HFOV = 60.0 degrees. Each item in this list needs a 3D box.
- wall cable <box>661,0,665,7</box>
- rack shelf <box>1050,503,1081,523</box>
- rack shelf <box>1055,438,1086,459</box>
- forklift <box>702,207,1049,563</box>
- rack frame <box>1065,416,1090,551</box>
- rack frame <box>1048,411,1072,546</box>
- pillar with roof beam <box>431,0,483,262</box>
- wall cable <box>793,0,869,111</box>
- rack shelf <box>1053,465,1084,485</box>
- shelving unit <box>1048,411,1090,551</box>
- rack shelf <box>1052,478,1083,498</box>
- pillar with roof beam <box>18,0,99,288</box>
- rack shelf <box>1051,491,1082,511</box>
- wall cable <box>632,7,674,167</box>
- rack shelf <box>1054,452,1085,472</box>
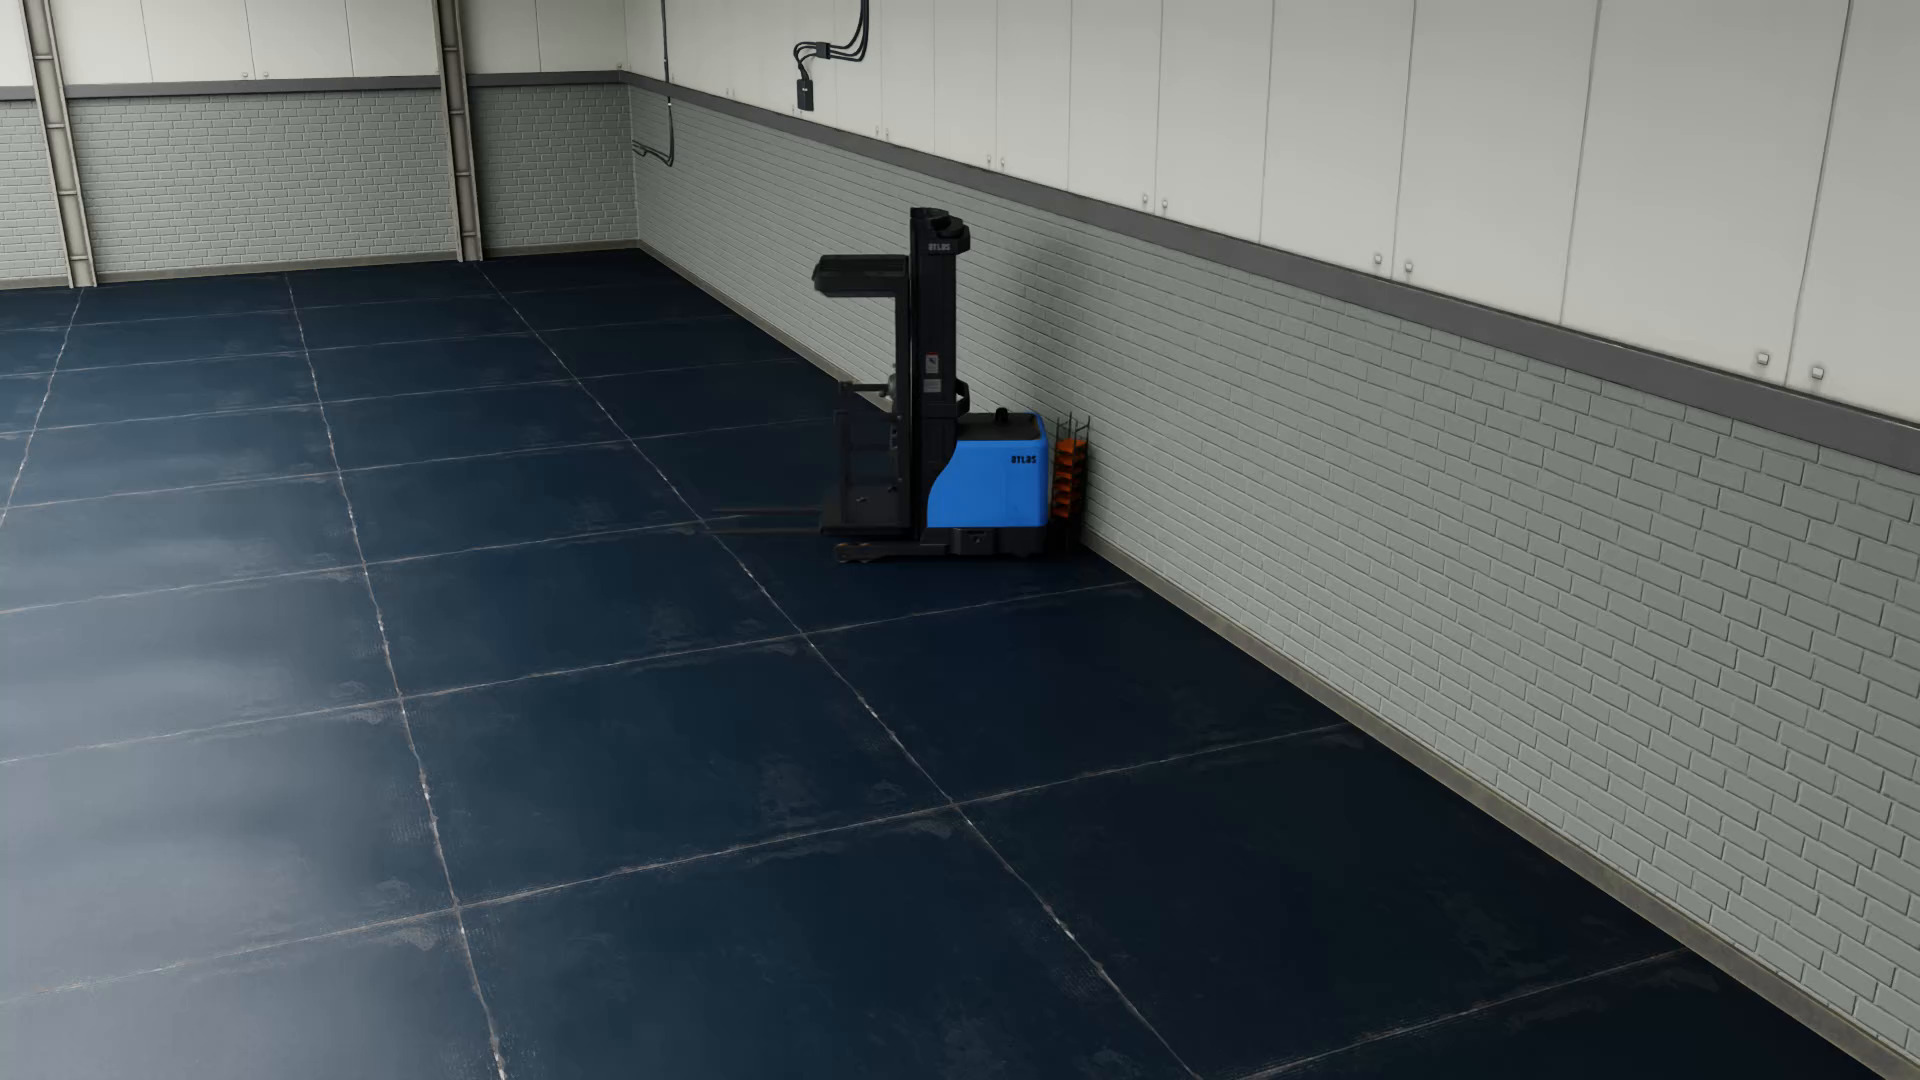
[{"bbox_3d":[-4.183,-9.176,24.604,0.112,2.526,3.097,-8,21,-22],"label":"wall cable"},{"bbox_3d":[0.943,-0.249,14.762,0.180,0.103,0.258,16,25,30],"label":"rack shelf"},{"bbox_3d":[0.974,-0.807,14.544,0.180,0.103,0.258,16,25,30],"label":"rack shelf"},{"bbox_3d":[-0.751,-1.363,14.479,3.031,2.935,1.130,-1,19,-1],"label":"forklift"},{"bbox_3d":[1.034,-0.491,14.612,0.006,1.200,0.240,16,25,30],"label":"rack frame"},{"bbox_3d":[0.882,-0.536,14.705,0.006,1.200,0.240,16,25,30],"label":"rack frame"},{"bbox_3d":[-6.779,-7.786,23.586,0.400,9.000,9.100,-8,21,-22],"label":"pillar with roof beam"},{"bbox_3d":[-1.509,-7.790,18.477,0.169,6.003,2.305,-8,21,-22],"label":"wall cable"},{"bbox_3d":[0.962,-0.584,14.631,0.180,0.103,0.258,16,25,30],"label":"rack shelf"},{"bbox_3d":[0.958,-0.513,14.659,0.189,1.200,0.258,16,25,30],"label":"shelving unit"},{"bbox_3d":[0.956,-0.472,14.675,0.180,0.103,0.258,16,25,30],"label":"rack shelf"},{"bbox_3d":[-12.288,-6.997,21.345,0.400,9.000,9.100,-8,21,-22],"label":"pillar with roof beam"},{"bbox_3d":[0.950,-0.360,14.719,0.180,0.103,0.258,16,25,30],"label":"rack shelf"},{"bbox_3d":[-5.255,-7.619,27.786,0.112,2.526,3.097,-8,21,-22],"label":"wall cable"},{"bbox_3d":[0.968,-0.695,14.587,0.180,0.103,0.258,16,25,30],"label":"rack shelf"}]
